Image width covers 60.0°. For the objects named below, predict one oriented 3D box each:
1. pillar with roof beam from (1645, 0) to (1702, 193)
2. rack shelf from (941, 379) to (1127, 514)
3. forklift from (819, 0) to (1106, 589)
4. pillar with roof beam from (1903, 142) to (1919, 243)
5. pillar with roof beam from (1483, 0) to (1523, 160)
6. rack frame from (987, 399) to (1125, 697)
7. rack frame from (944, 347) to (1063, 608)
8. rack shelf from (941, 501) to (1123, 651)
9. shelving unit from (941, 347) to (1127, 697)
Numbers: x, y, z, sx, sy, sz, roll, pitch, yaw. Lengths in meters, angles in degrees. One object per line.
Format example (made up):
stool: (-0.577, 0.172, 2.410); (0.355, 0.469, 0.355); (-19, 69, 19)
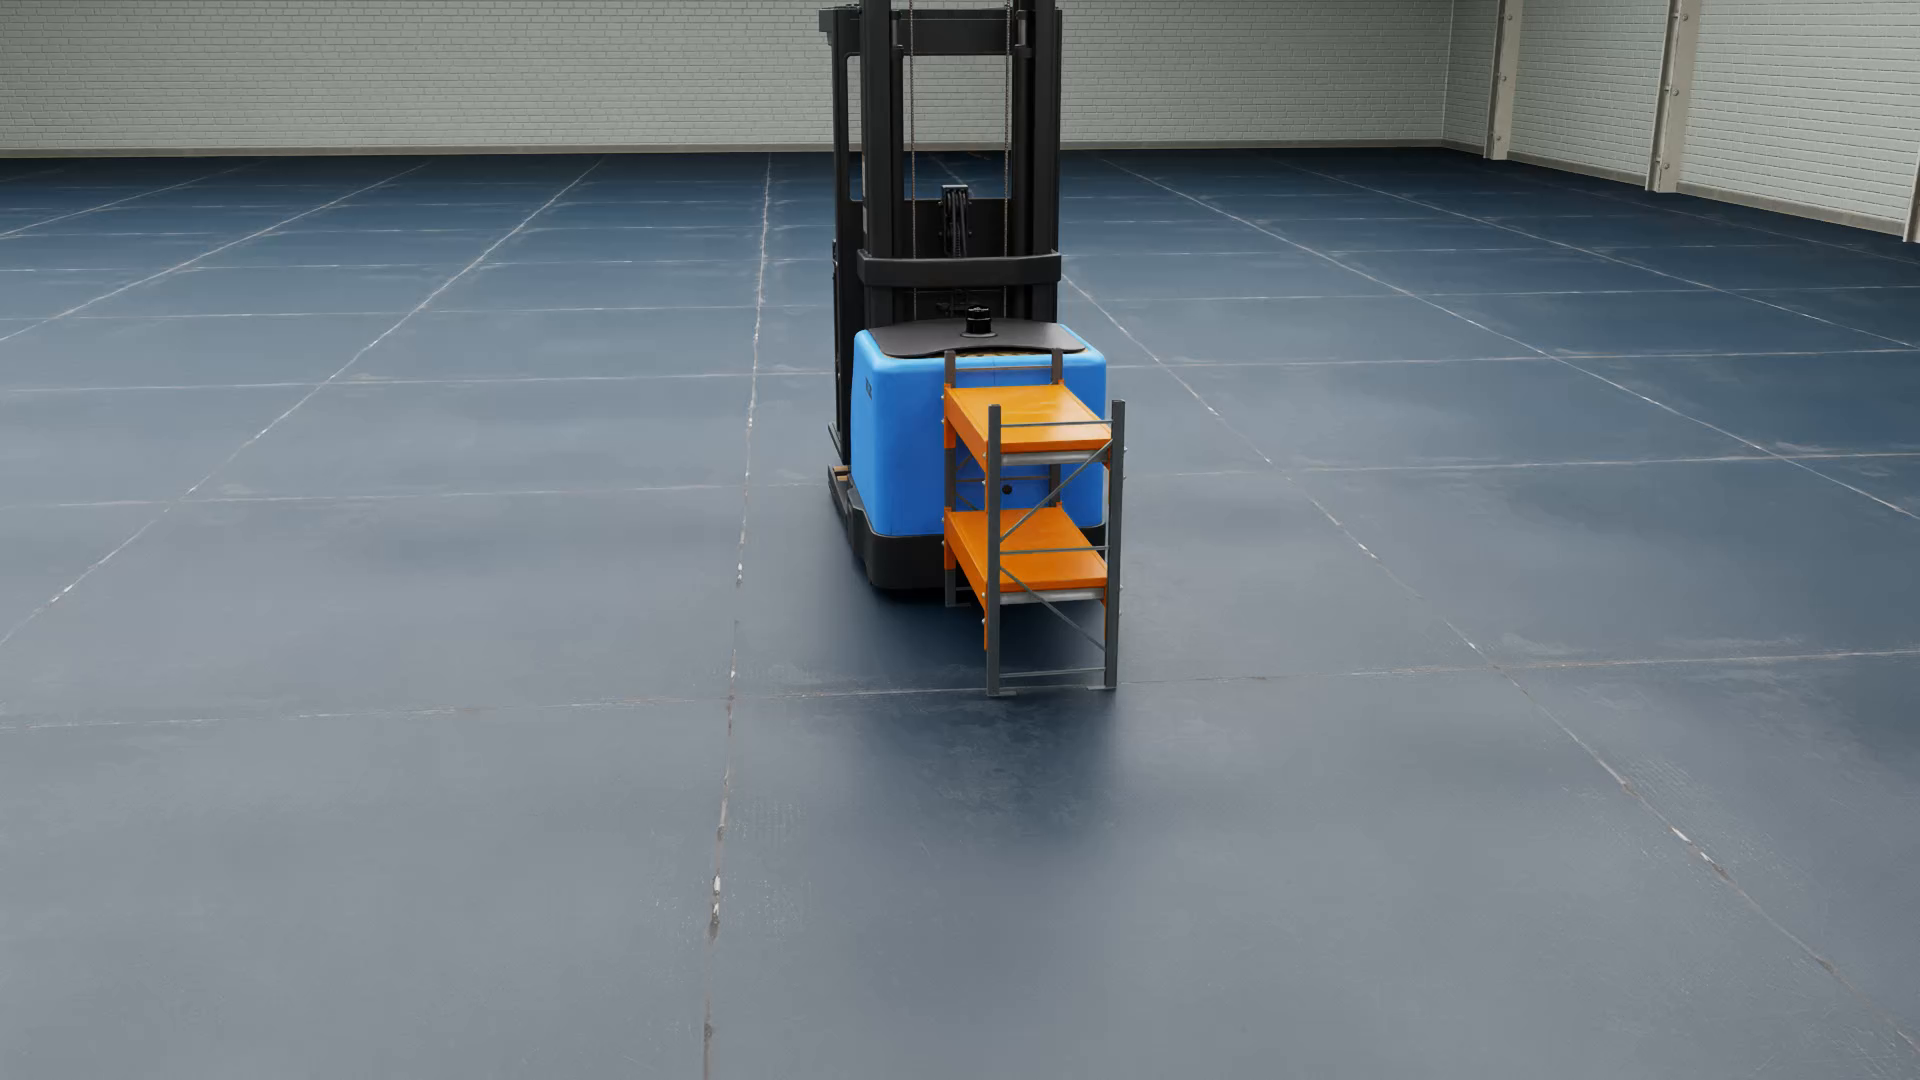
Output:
pillar with roof beam: (6.113, -9.332, 22.878); (9.100, 9.000, 0.400); (-2, 18, -6)
rack shelf: (0.267, -0.388, 6.558); (0.538, 0.278, 1.000); (-3, 18, -9)
forklift: (-0.103, -1.582, 8.323); (1.130, 2.935, 3.031); (-3, 18, -9)
pillar with roof beam: (6.732, -7.544, 17.184); (9.100, 9.000, 0.400); (-2, 18, -6)
pillar with roof beam: (5.494, -11.119, 28.572); (9.100, 9.000, 0.400); (-2, 18, -6)
rack frame: (0.350, 0.041, 6.167); (0.500, 1.125, 0.032); (-3, 18, -9)
rack frame: (0.184, -0.259, 7.124); (0.500, 1.125, 0.032); (-3, 18, -9)
rack shelf: (0.267, 0.124, 6.719); (0.538, 0.278, 1.000); (-3, 18, -9)
shelving unit: (0.267, -0.109, 6.646); (0.538, 1.125, 1.048); (-3, 18, -9)
